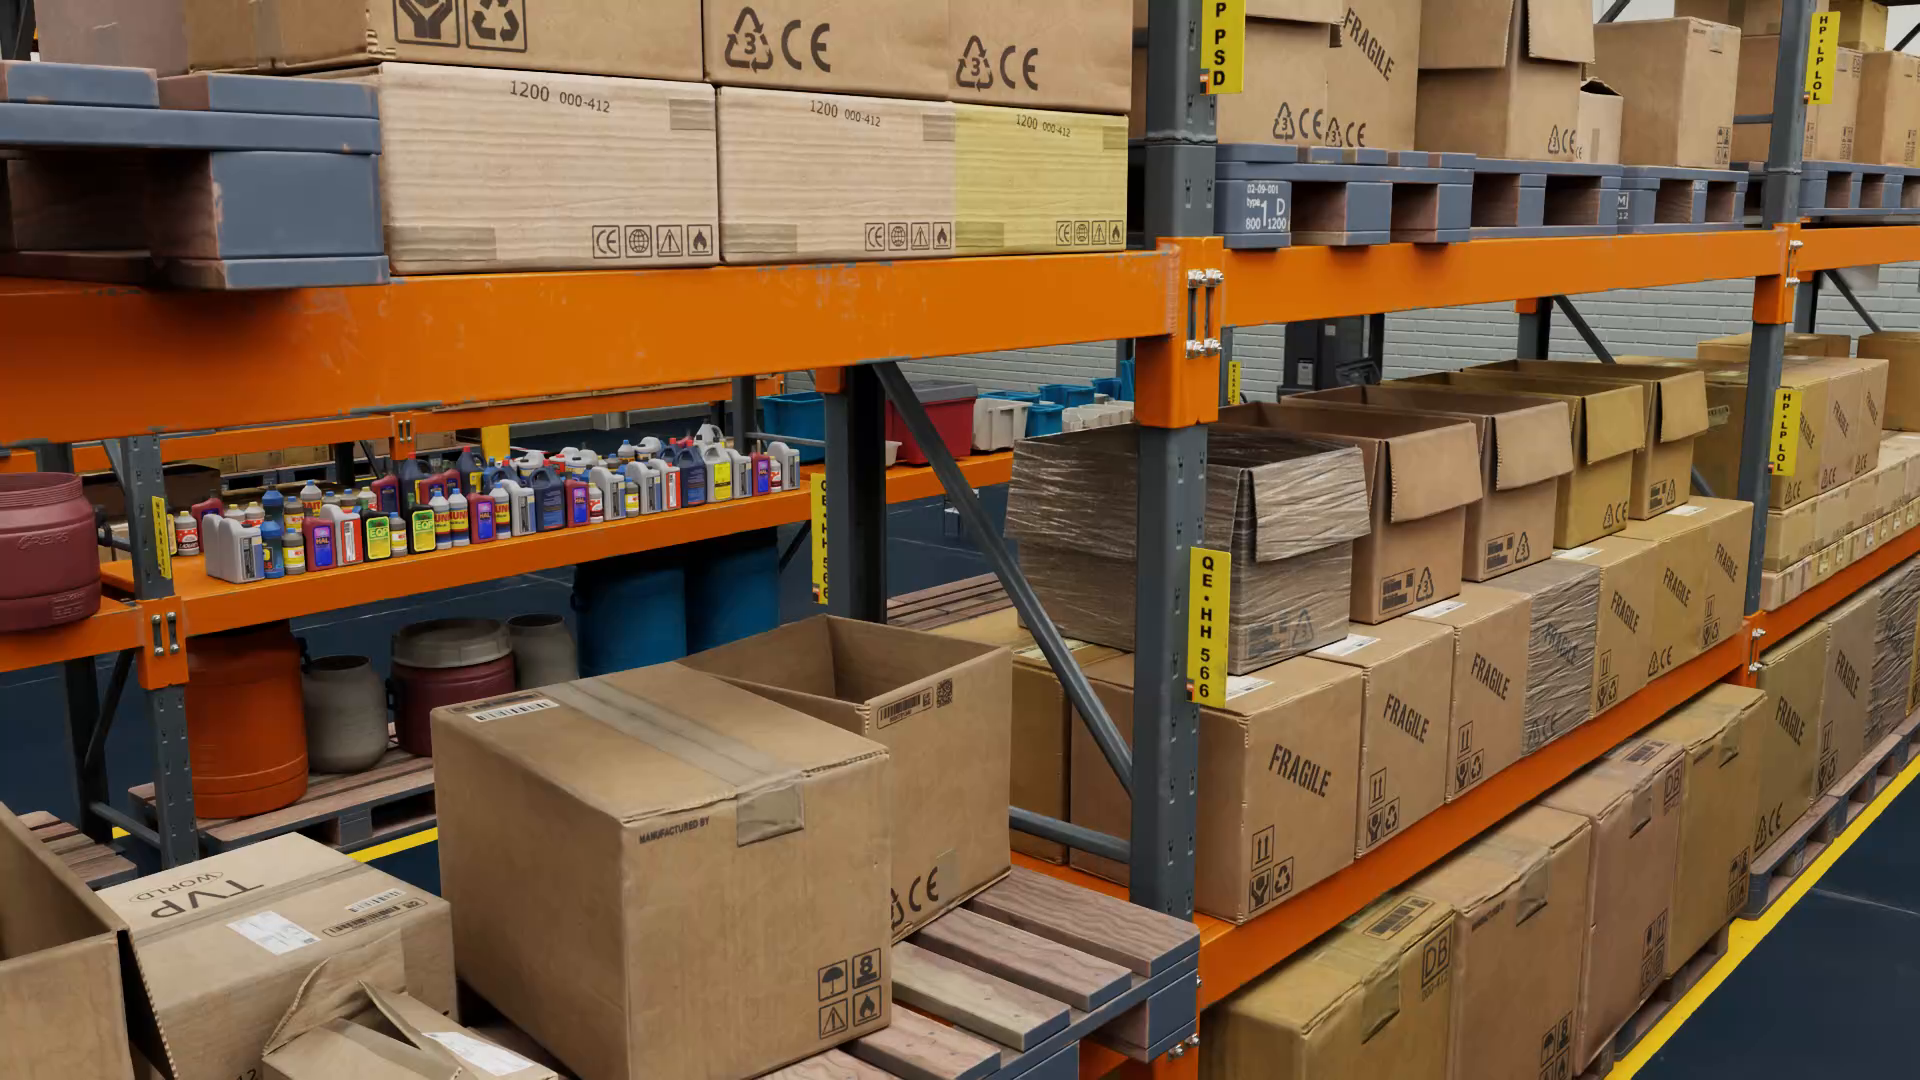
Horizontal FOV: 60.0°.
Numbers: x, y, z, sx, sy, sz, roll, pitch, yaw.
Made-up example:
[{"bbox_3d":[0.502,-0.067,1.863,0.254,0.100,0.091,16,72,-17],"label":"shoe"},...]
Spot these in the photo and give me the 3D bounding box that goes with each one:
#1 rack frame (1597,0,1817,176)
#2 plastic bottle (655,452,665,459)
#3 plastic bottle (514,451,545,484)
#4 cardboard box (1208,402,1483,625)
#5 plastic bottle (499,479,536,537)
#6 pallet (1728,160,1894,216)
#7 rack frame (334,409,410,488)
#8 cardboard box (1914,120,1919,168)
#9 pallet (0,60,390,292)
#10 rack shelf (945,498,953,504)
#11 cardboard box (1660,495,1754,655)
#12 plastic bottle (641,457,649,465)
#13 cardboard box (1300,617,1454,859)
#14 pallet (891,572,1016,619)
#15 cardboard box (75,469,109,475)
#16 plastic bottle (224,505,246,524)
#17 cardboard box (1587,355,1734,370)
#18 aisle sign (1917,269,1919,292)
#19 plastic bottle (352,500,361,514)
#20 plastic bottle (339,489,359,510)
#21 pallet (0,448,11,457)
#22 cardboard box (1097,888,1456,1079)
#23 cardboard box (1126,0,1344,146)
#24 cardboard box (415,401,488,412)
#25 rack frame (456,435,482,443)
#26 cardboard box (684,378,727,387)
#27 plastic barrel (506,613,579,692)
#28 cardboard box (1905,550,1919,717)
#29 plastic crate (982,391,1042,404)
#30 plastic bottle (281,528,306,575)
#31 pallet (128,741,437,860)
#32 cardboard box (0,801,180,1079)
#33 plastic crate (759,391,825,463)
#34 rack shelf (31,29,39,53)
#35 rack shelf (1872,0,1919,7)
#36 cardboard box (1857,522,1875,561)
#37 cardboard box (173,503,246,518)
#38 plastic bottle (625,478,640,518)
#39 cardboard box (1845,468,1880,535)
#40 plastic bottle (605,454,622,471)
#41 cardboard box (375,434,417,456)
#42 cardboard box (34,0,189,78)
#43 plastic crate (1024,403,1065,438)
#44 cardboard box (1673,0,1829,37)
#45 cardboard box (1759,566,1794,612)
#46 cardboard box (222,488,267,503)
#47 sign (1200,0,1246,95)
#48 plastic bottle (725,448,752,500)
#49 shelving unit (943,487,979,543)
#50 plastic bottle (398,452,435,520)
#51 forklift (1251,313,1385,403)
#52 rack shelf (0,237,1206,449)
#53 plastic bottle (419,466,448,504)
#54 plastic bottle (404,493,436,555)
[{"bbox_3d":[2.731,-2.891,6.208,1.000,3.000,0.127,10,15,40],"label":"rack frame"},{"bbox_3d":[-1.716,-0.406,9.591,0.097,0.201,0.097,0,11,0],"label":"plastic bottle"},{"bbox_3d":[-2.345,-0.339,9.067,0.152,0.276,0.135,10,15,40],"label":"plastic bottle"},{"bbox_3d":[1.018,-0.102,4.748,0.797,0.503,0.637,10,15,42],"label":"cardboard box"},{"bbox_3d":[-2.186,-0.166,8.199,0.152,0.276,0.135,10,15,40],"label":"plastic bottle"},{"bbox_3d":[3.279,-1.495,7.107,1.003,0.211,1.213,10,15,40],"label":"pallet"},{"bbox_3d":[-4.708,-1.230,13.211,1.000,3.000,0.127,10,15,40],"label":"rack frame"},{"bbox_3d":[4.607,-2.161,8.634,0.700,0.500,0.500,9,14,38],"label":"cardboard box"},{"bbox_3d":[-1.380,-0.381,1.779,1.213,0.211,1.003,10,15,40],"label":"pallet"},{"bbox_3d":[0.005,-0.322,14.653,0.258,0.077,0.200,10,15,40],"label":"rack shelf"},{"bbox_3d":[2.628,0.106,6.265,0.500,0.500,0.500,10,15,41],"label":"cardboard box"},{"bbox_3d":[-1.687,-0.312,8.942,0.097,0.271,0.097,0,11,0],"label":"plastic bottle"},{"bbox_3d":[0.955,0.478,4.403,0.500,0.500,0.500,9,15,39],"label":"cardboard box"},{"bbox_3d":[0.272,0.485,11.745,1.003,0.211,1.213,10,15,40],"label":"pallet"},{"bbox_3d":[-8.762,-0.909,16.022,0.750,0.750,0.750,10,15,41],"label":"cardboard box"},{"bbox_3d":[-3.441,-0.066,7.892,0.097,0.201,0.097,0,11,0],"label":"plastic bottle"},{"bbox_3d":[3.168,-0.564,7.586,0.500,0.500,0.500,10,15,41],"label":"cardboard box"},{"bbox_3d":[5.645,-1.784,9.347,0.394,0.787,0.004,10,15,40],"label":"aisle sign"},{"bbox_3d":[-2.744,-0.049,7.626,0.097,0.271,0.097,0,11,0],"label":"plastic bottle"},{"bbox_3d":[-3.055,-0.152,8.323,0.097,0.201,0.097,0,11,0],"label":"plastic bottle"},{"bbox_3d":[-6.953,-0.656,10.828,1.213,0.211,1.003,10,15,40],"label":"pallet"},{"bbox_3d":[0.562,1.377,4.511,1.225,0.875,0.875,9,14,38],"label":"cardboard box"},{"bbox_3d":[0.439,-1.187,4.000,0.797,0.503,0.637,11,16,44],"label":"cardboard box"},{"bbox_3d":[-4.166,-1.319,13.400,0.500,0.500,0.500,10,15,42],"label":"cardboard box"},{"bbox_3d":[-5.791,-2.458,19.362,1.000,3.000,0.127,10,15,40],"label":"rack frame"},{"bbox_3d":[-2.498,-1.690,15.257,0.500,0.500,0.500,10,15,41],"label":"cardboard box"},{"bbox_3d":[-2.268,0.679,8.935,0.421,0.512,0.421,0,11,0],"label":"plastic barrel"},{"bbox_3d":[5.009,0.403,9.386,0.875,0.875,0.875,10,15,40],"label":"cardboard box"},{"bbox_3d":[0.372,-0.937,12.020,0.416,0.233,0.300,10,15,40],"label":"plastic crate"},{"bbox_3d":[-2.940,0.047,7.324,0.097,0.201,0.097,0,11,0],"label":"plastic bottle"},{"bbox_3d":[-3.141,1.246,7.936,1.003,0.211,1.213,10,15,40],"label":"pallet"},{"bbox_3d":[-1.475,0.705,2.188,0.637,0.503,0.797,-10,15,-42],"label":"cardboard box"},{"bbox_3d":[-0.937,-0.723,10.562,0.392,0.384,0.575,10,15,40],"label":"plastic crate"},{"bbox_3d":[-6.028,-3.329,11.260,1.077,0.370,4.000,10,15,40],"label":"rack shelf"},{"bbox_3d":[4.052,-2.636,7.791,1.077,0.370,4.000,10,15,40],"label":"rack shelf"},{"bbox_3d":[4.032,-0.017,7.778,0.380,0.149,0.250,10,15,41],"label":"cardboard box"},{"bbox_3d":[-5.482,0.035,12.136,0.500,0.500,0.500,10,15,41],"label":"cardboard box"},{"bbox_3d":[-1.725,-0.224,8.679,0.097,0.201,0.097,0,11,0],"label":"plastic bottle"},{"bbox_3d":[3.908,-0.206,7.706,0.500,0.250,0.500,10,15,42],"label":"cardboard box"},{"bbox_3d":[-1.984,-0.391,9.518,0.097,0.201,0.097,0,11,0],"label":"plastic bottle"},{"bbox_3d":[-6.508,-1.249,18.616,0.700,0.500,0.500,10,15,40],"label":"cardboard box"},{"bbox_3d":[-1.077,-0.940,2.571,0.500,0.500,0.500,9,15,39],"label":"cardboard box"},{"bbox_3d":[0.488,-0.790,11.280,0.416,0.233,0.300,10,15,40],"label":"plastic crate"},{"bbox_3d":[3.357,-2.229,7.056,0.500,0.250,0.500,9,14,37],"label":"cardboard box"},{"bbox_3d":[3.176,0.174,6.823,0.380,0.149,0.250,10,15,40],"label":"cardboard box"},{"bbox_3d":[-5.554,-0.100,12.814,0.500,0.500,0.500,10,15,41],"label":"cardboard box"},{"bbox_3d":[0.497,-1.014,3.152,0.100,0.325,0.005,10,15,40],"label":"sign"},{"bbox_3d":[-1.248,-0.375,9.246,0.152,0.276,0.135,10,15,40],"label":"plastic bottle"},{"bbox_3d":[0.005,-0.442,14.629,0.258,0.900,0.210,10,15,40],"label":"shelving unit"},{"bbox_3d":[-2.792,-0.277,8.567,0.144,0.351,0.185,10,15,40],"label":"plastic bottle"},{"bbox_3d":[3.510,-1.318,13.828,3.031,2.935,1.130,8,14,34],"label":"forklift"},{"bbox_3d":[-1.229,-0.184,2.153,1.077,0.370,4.000,10,15,40],"label":"rack shelf"},{"bbox_3d":[-2.698,-0.235,8.526,0.061,0.283,0.133,10,15,40],"label":"plastic bottle"},{"bbox_3d":[-2.521,-0.081,7.756,0.061,0.283,0.133,10,15,40],"label":"plastic bottle"}]
